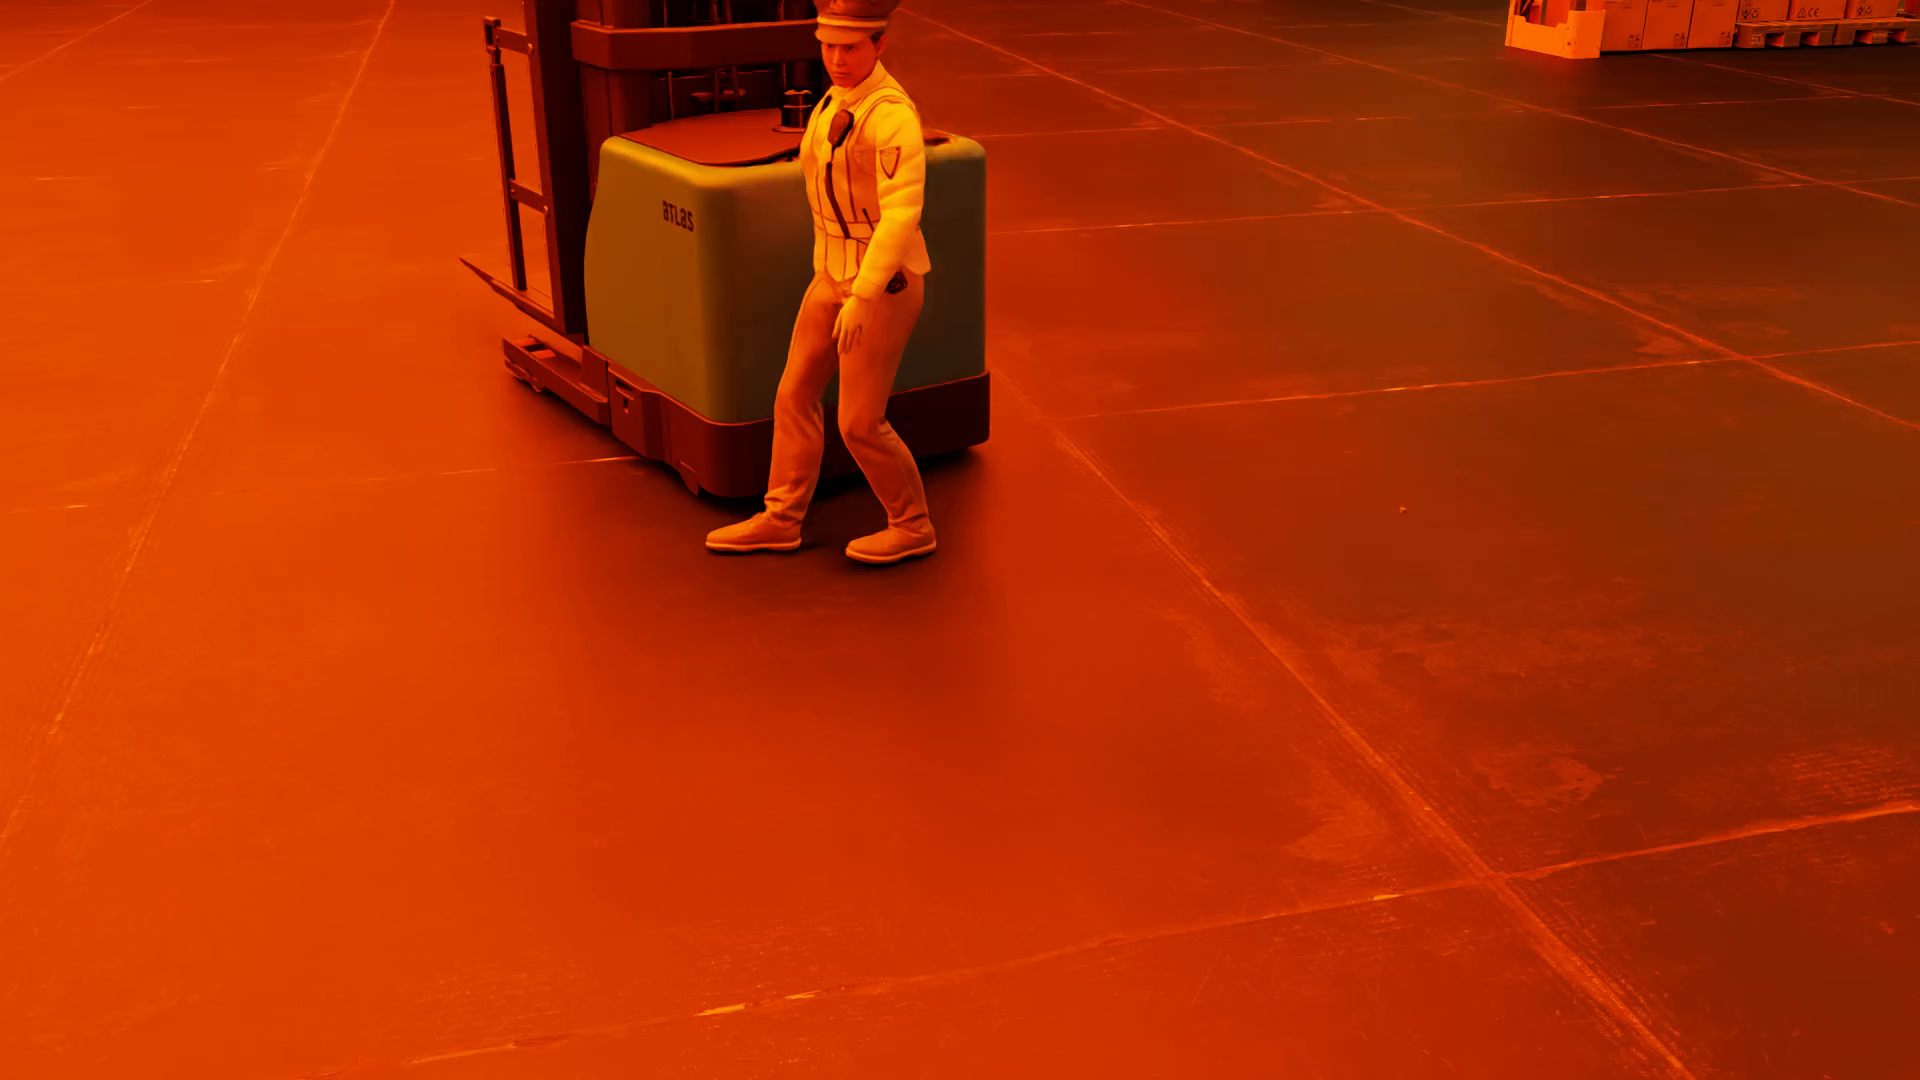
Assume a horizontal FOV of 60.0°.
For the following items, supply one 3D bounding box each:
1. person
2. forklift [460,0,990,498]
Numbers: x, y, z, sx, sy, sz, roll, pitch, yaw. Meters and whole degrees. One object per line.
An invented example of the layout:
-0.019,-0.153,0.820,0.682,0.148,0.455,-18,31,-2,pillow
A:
-0.390,-0.694,4.621,0.619,1.621,0.715,-12,26,-25,person
-1.134,-2.005,6.020,1.130,2.935,3.031,-15,27,-31,forklift
